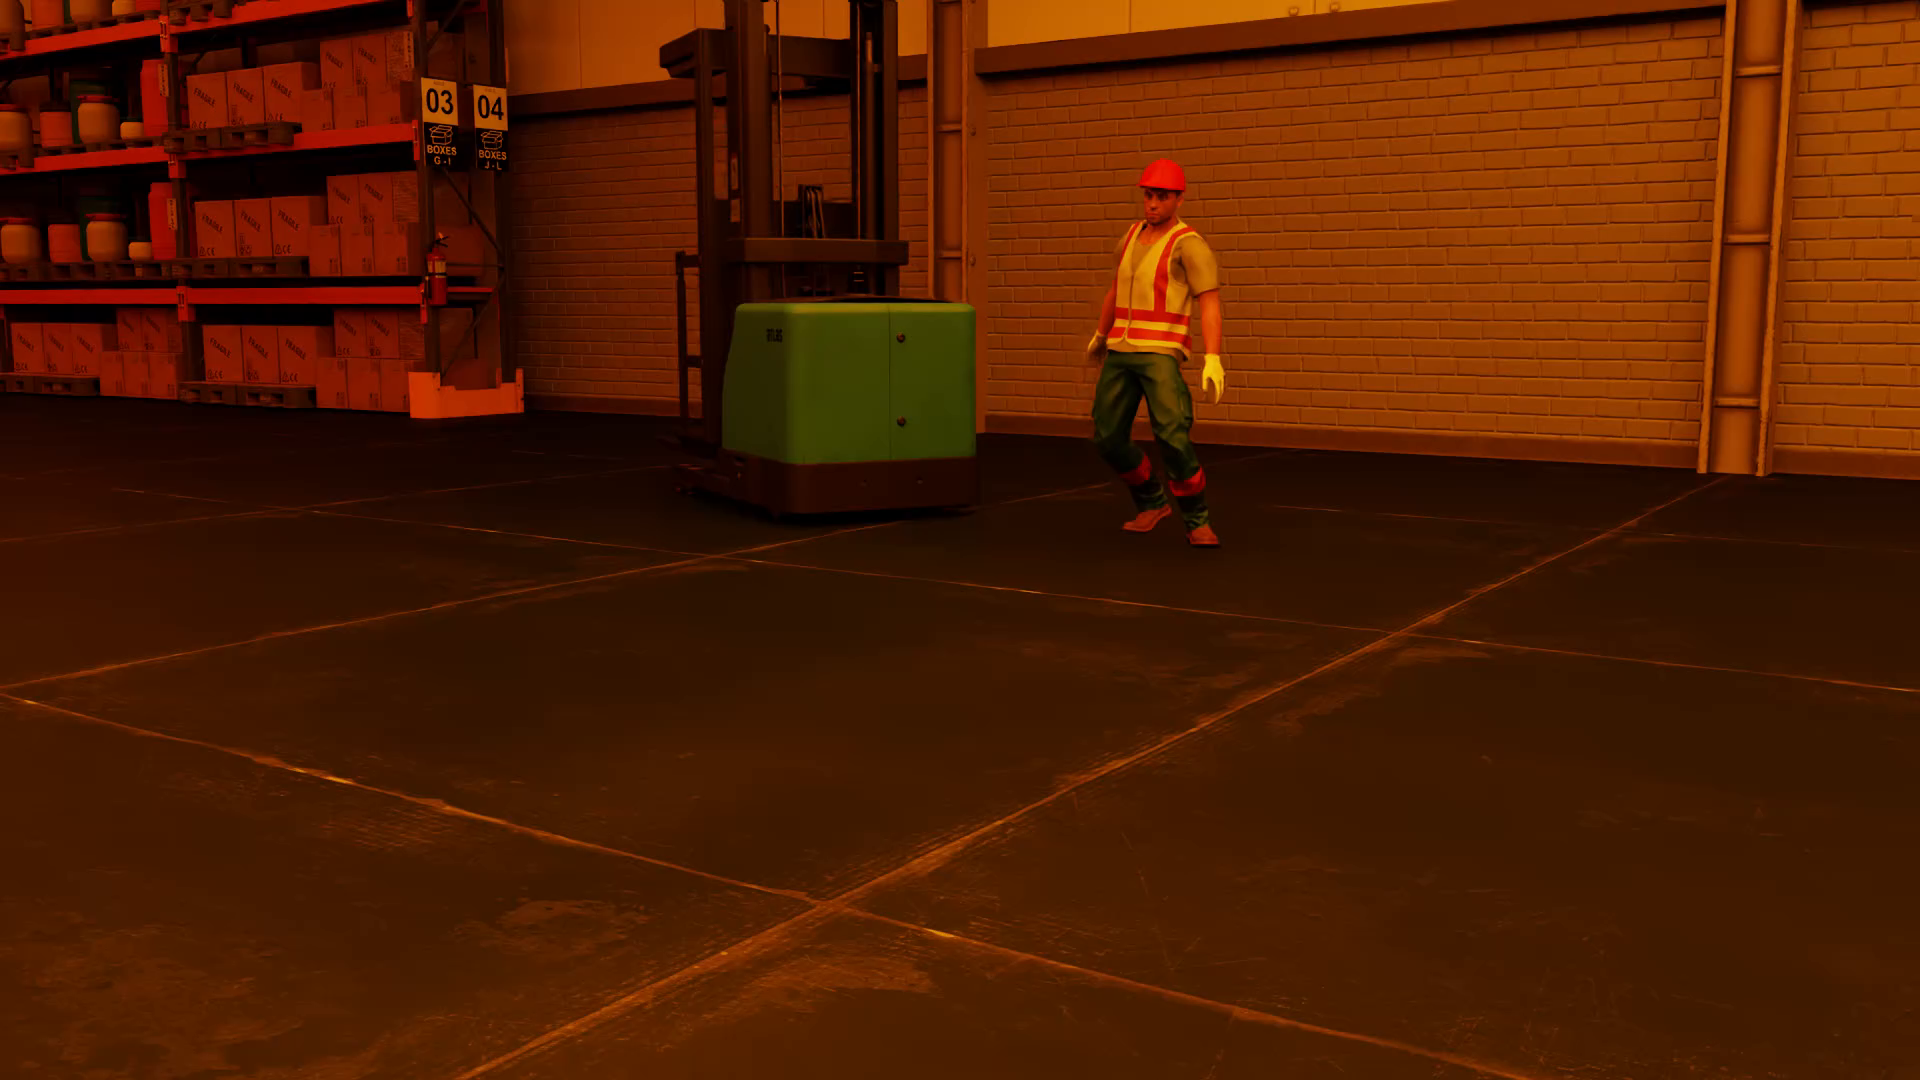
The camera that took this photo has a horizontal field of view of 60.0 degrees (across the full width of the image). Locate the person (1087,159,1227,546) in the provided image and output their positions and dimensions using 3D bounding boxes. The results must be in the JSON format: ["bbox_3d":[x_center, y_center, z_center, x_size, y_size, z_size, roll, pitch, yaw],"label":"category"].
[{"bbox_3d":[0.886,-0.856,7.597,0.496,1.697,0.894,-6,10,-37],"label":"person"}]

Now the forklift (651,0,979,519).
[{"bbox_3d":[-1.010,-1.724,9.314,1.130,2.935,3.031,-4,9,-26],"label":"forklift"}]
